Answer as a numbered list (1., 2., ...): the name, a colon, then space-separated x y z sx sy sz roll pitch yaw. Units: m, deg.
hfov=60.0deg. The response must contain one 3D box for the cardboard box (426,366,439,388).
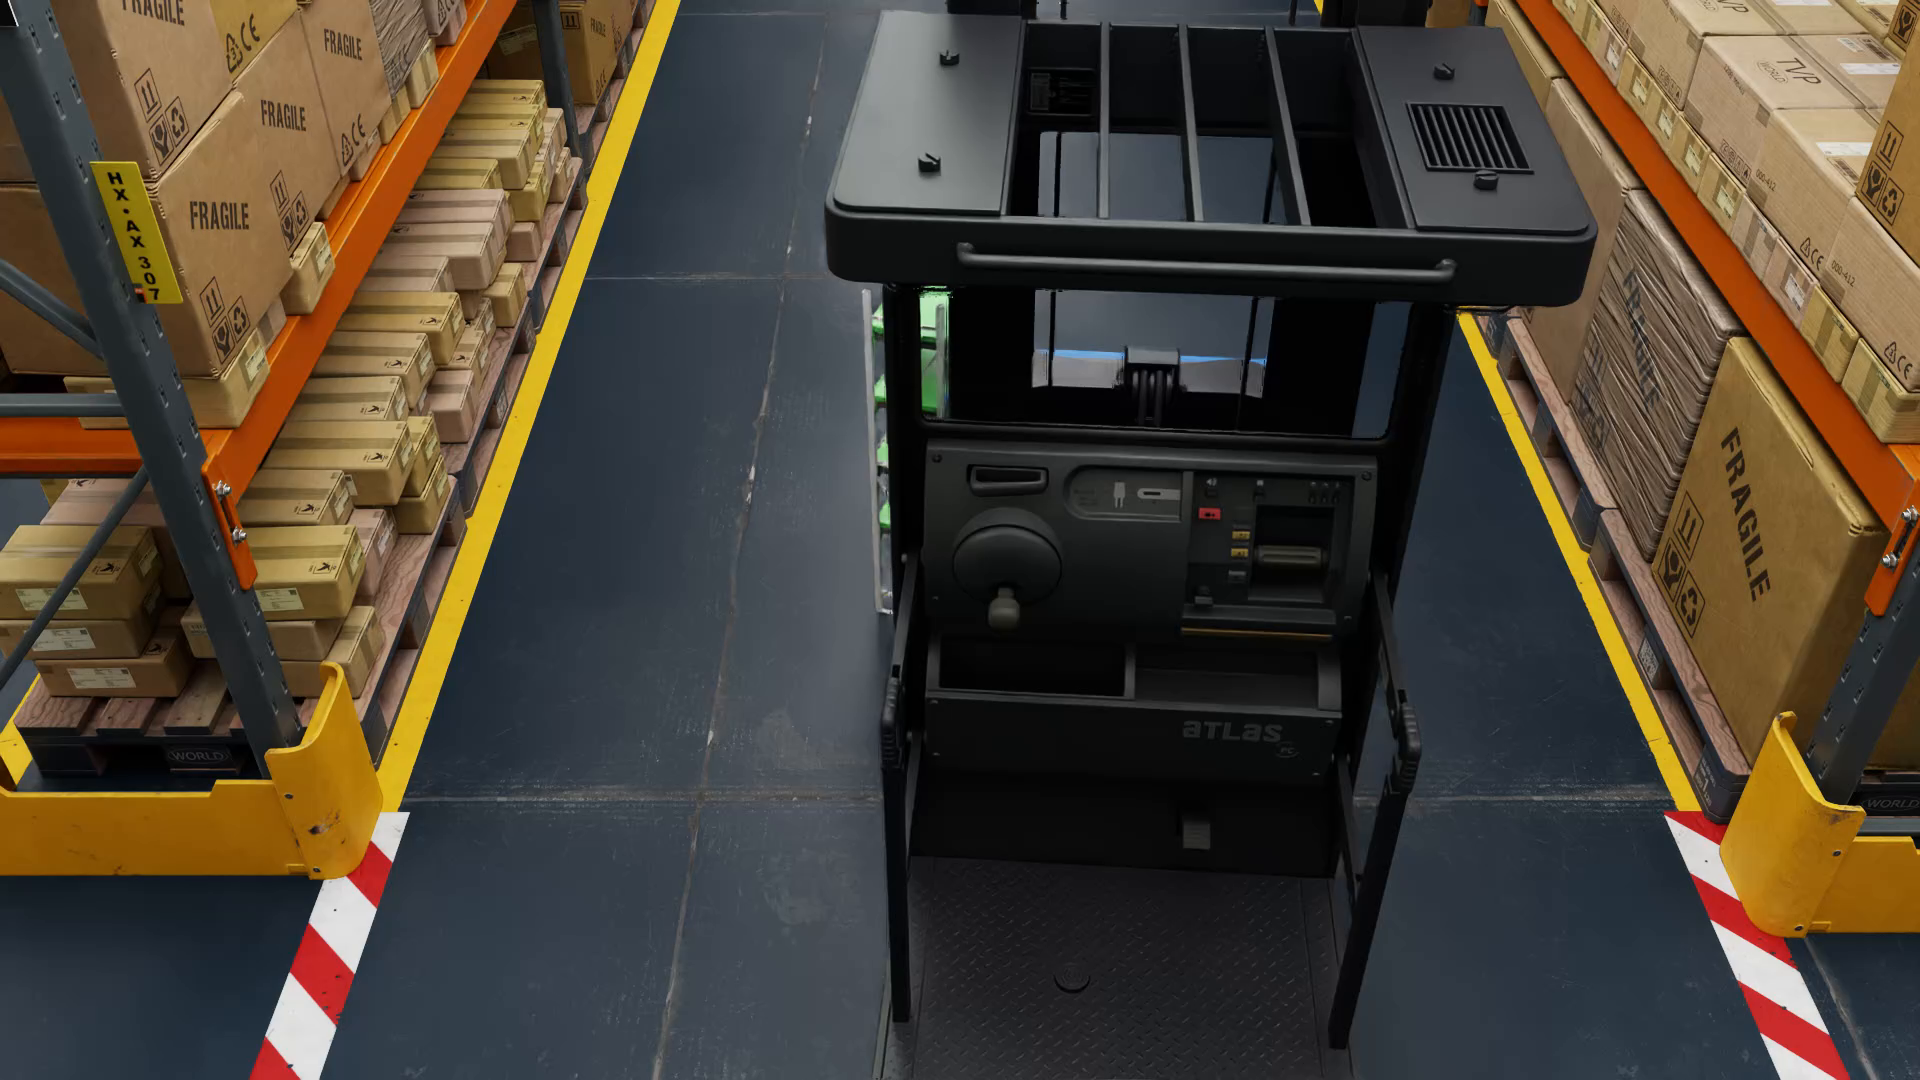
1. cardboard box: -2.056 -0.610 5.819 0.380 0.149 0.250 2 39 2

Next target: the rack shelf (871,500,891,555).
1. rack shelf: -0.084 -0.123 5.429 0.258 0.148 0.480 12 40 14

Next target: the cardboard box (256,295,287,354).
1. cardboard box: -1.965 -0.559 4.250 0.380 0.149 0.250 1 39 2

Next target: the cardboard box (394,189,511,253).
1. cardboard box: -1.933 -1.211 6.330 0.380 0.149 0.250 -2 39 -2

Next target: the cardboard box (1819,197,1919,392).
1. cardboard box: 2.443 -0.596 3.977 0.500 0.250 0.500 -1 39 -1

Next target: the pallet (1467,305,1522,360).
1. pallet: 2.627 -1.173 7.045 1.003 0.211 1.213 0 39 0

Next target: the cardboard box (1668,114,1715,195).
1. cardboard box: 2.376 -1.161 5.000 0.380 0.149 0.250 0 39 0

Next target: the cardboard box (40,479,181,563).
1. cardboard box: -2.448 -0.066 4.903 0.380 0.149 0.250 1 39 1

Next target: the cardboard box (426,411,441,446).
1. cardboard box: -2.007 -0.312 5.685 0.380 0.149 0.250 0 39 0

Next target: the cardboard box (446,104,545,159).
1. cardboard box: -1.955 -1.698 6.938 0.380 0.149 0.250 0 39 1

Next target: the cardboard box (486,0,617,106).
1. cardboard box: -1.991 -2.447 8.068 0.500 0.500 0.500 1 39 2

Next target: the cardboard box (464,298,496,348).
1. cardboard box: -1.980 -0.792 6.284 0.380 0.149 0.250 1 39 1

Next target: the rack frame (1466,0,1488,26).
1. rack frame: 2.704 -2.737 6.766 1.000 3.000 0.127 0 39 0

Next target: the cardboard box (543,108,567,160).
1. cardboard box: -1.937 -1.767 7.262 0.380 0.149 0.250 1 39 1

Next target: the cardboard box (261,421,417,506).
1. cardboard box: -1.905 -0.236 5.114 0.380 0.149 0.250 0 39 0

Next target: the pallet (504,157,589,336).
1. pallet: -2.220 -1.288 7.189 1.003 0.211 1.213 0 39 0

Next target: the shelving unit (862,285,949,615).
1. shelving unit: -0.084 -0.360 5.239 0.258 1.200 0.503 12 40 14

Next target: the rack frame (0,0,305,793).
1. rack frame: -2.251 -0.295 3.719 1.000 3.000 0.127 0 39 0

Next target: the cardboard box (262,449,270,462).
1. cardboard box: -2.437 -0.285 5.413 0.380 0.149 0.250 0 39 -1

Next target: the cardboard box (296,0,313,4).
1. cardboard box: -1.971 -1.762 4.433 0.500 0.500 0.500 -1 39 -1

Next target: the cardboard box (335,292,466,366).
1. cardboard box: -1.933 -0.729 5.730 0.380 0.149 0.250 1 39 1

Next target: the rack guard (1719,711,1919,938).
1. rack guard: 2.709 0.755 4.408 1.175 0.500 0.348 0 39 0

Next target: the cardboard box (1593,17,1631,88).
1. cardboard box: 2.374 -1.643 5.602 0.380 0.149 0.250 0 39 0

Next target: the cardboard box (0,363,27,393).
1. cardboard box: -2.534 -0.401 4.052 0.380 0.149 0.250 0 39 0

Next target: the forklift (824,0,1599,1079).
1. forklift: 0.377 0.079 3.307 1.130 2.935 3.031 3 39 3

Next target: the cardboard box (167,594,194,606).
1. cardboard box: -2.562 0.164 5.091 0.380 0.149 0.250 1 39 1

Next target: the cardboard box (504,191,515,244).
1. cardboard box: -2.005 -1.273 6.646 0.380 0.149 0.250 0 39 0

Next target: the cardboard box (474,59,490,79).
1. cardboard box: -2.509 -2.447 8.068 0.500 0.500 0.500 -1 39 -1

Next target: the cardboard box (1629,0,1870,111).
1. cardboard box: 2.437 -1.557 5.176 0.500 0.250 0.500 0 39 0

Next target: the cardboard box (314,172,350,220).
1. cardboard box: -2.025 -1.059 4.873 0.380 0.149 0.250 0 39 0

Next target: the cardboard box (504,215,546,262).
1. cardboard box: -1.933 -1.275 6.886 0.380 0.149 0.250 -1 39 -2

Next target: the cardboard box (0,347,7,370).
1. cardboard box: -2.509 -0.731 3.945 0.500 0.500 0.500 1 39 1

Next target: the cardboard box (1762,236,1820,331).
1. cardboard box: 2.378 -0.680 4.401 0.380 0.149 0.250 0 39 0

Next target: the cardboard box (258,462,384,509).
1. cardboard box: -2.028 -0.114 5.200 0.380 0.149 0.250 0 39 1

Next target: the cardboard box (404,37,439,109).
1. cardboard box: -1.948 -1.542 5.477 0.380 0.149 0.250 1 39 1

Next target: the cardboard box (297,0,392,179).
1. cardboard box: -1.989 -1.372 4.746 0.500 0.500 0.500 0 39 1

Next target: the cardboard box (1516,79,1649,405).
1. cardboard box: 2.626 -1.096 6.082 0.875 0.875 0.875 0 39 0

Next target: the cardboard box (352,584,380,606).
1. cardboard box: -2.014 0.162 5.093 0.380 0.149 0.250 0 39 0

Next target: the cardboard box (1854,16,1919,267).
1. cardboard box: 2.446 -0.890 3.744 0.500 0.500 0.500 0 39 1

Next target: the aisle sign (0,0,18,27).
1. aisle sign: -1.951 -1.264 2.850 0.394 0.787 0.004 0 39 0
